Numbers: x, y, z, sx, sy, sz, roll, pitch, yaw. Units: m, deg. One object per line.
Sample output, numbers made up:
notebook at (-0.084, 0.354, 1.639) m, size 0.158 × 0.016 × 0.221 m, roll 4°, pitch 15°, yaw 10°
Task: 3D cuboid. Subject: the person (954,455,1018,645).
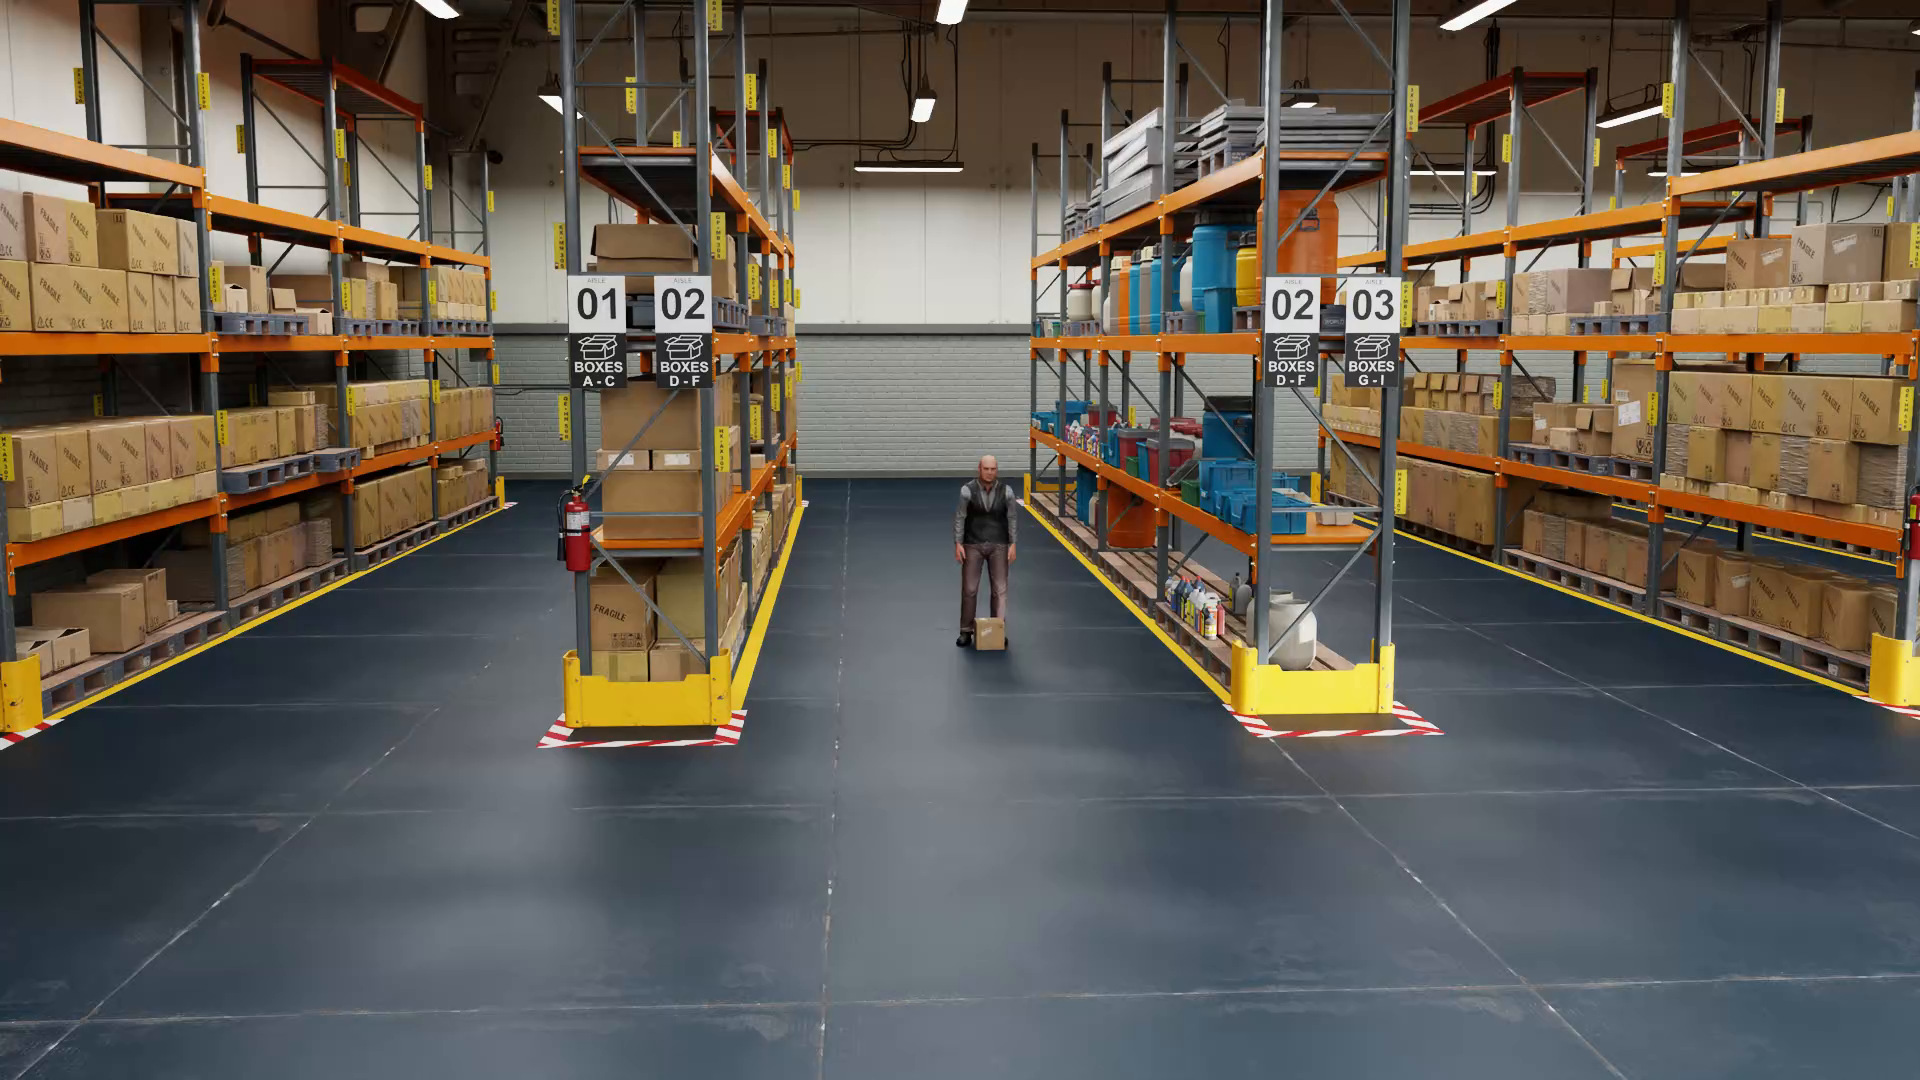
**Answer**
person at (0.234, 0.080, 15.167) m, size 0.582 × 1.721 × 0.412 m, roll -1°, pitch 7°, yaw -4°
